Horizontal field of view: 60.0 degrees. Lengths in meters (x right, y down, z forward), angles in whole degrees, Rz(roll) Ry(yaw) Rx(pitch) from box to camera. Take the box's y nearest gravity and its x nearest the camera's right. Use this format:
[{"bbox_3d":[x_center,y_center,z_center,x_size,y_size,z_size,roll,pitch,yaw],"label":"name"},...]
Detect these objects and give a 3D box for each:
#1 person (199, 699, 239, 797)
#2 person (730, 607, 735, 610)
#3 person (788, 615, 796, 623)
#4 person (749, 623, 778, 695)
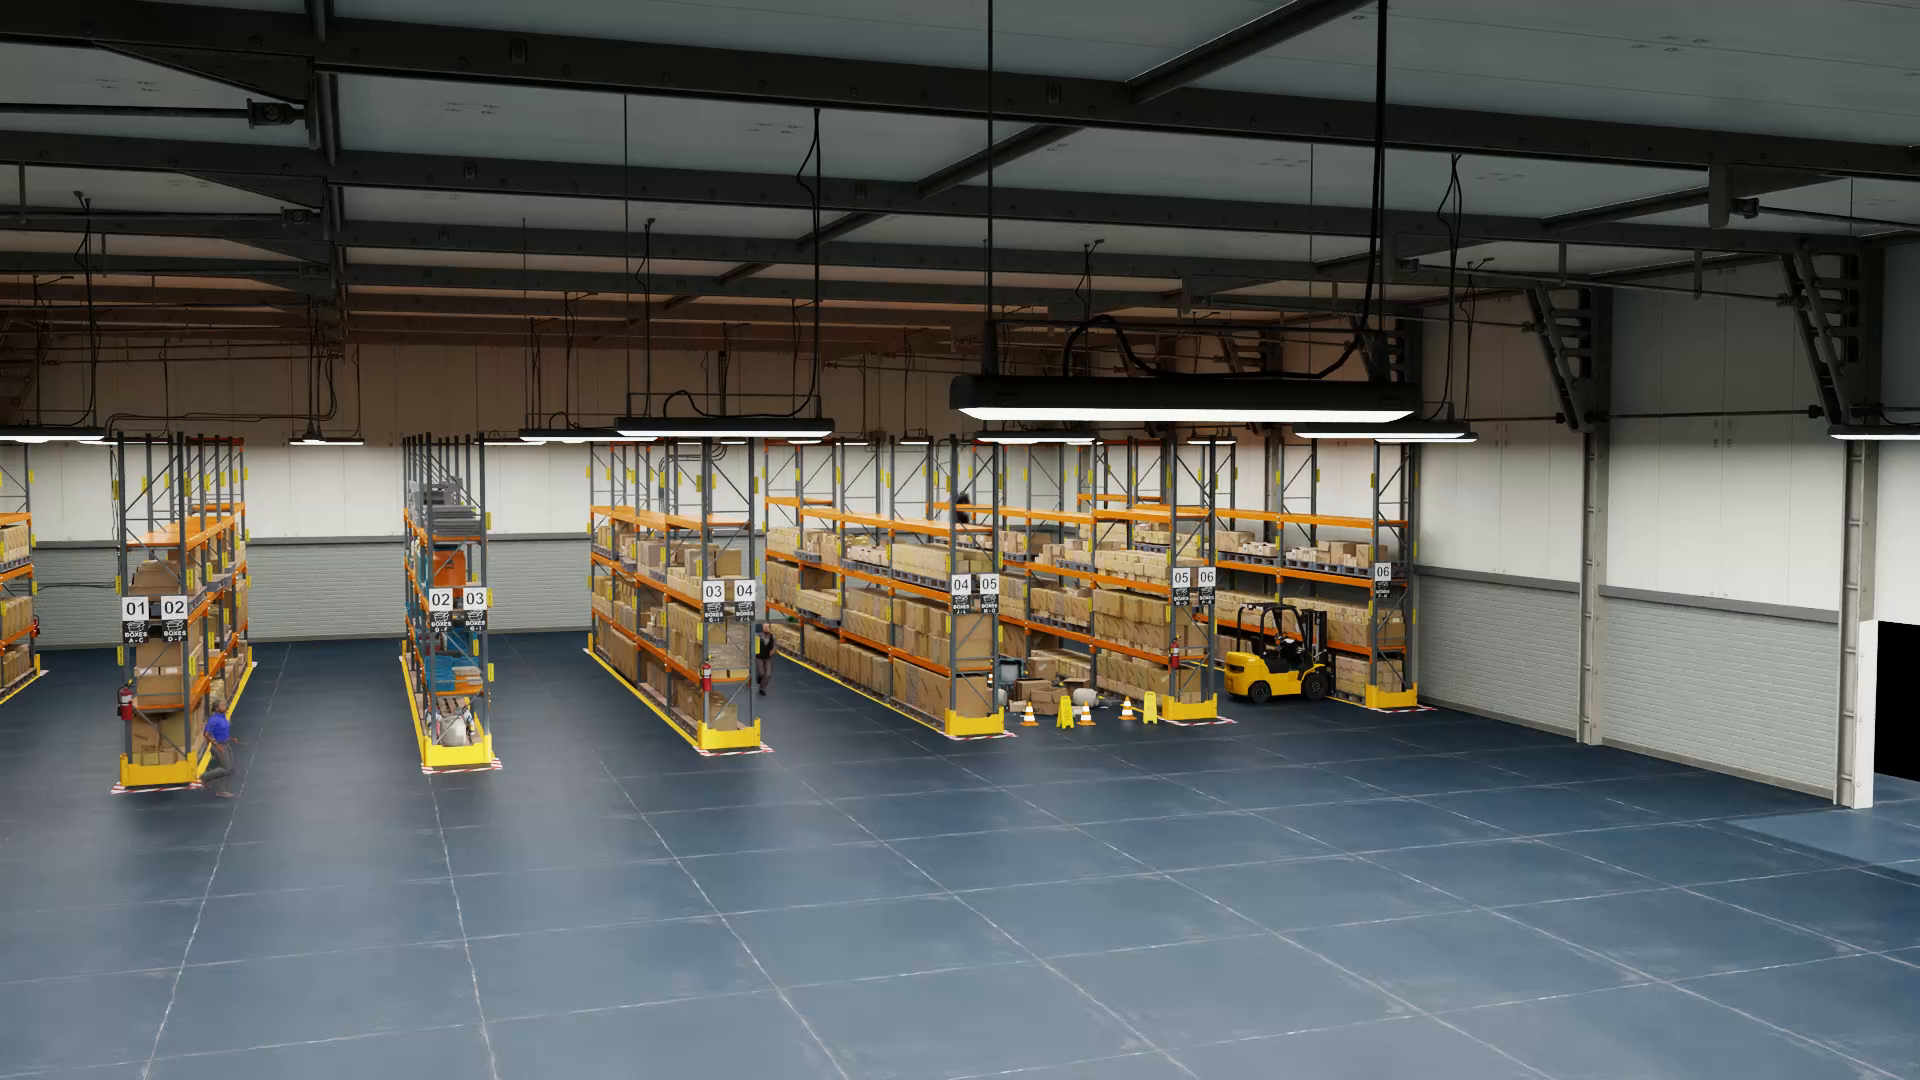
[{"bbox_3d":[-12.135,3.420,27.236,0.561,1.603,0.585,0,3,-2],"label":"person"},{"bbox_3d":[-6.813,2.223,47.889,0.733,1.709,0.603,0,3,5],"label":"person"},{"bbox_3d":[-5.009,2.098,49.725,0.766,1.766,0.720,2,4,27],"label":"person"},{"bbox_3d":[-4.560,2.765,38.602,0.694,1.677,0.676,-1,3,-20],"label":"person"}]
